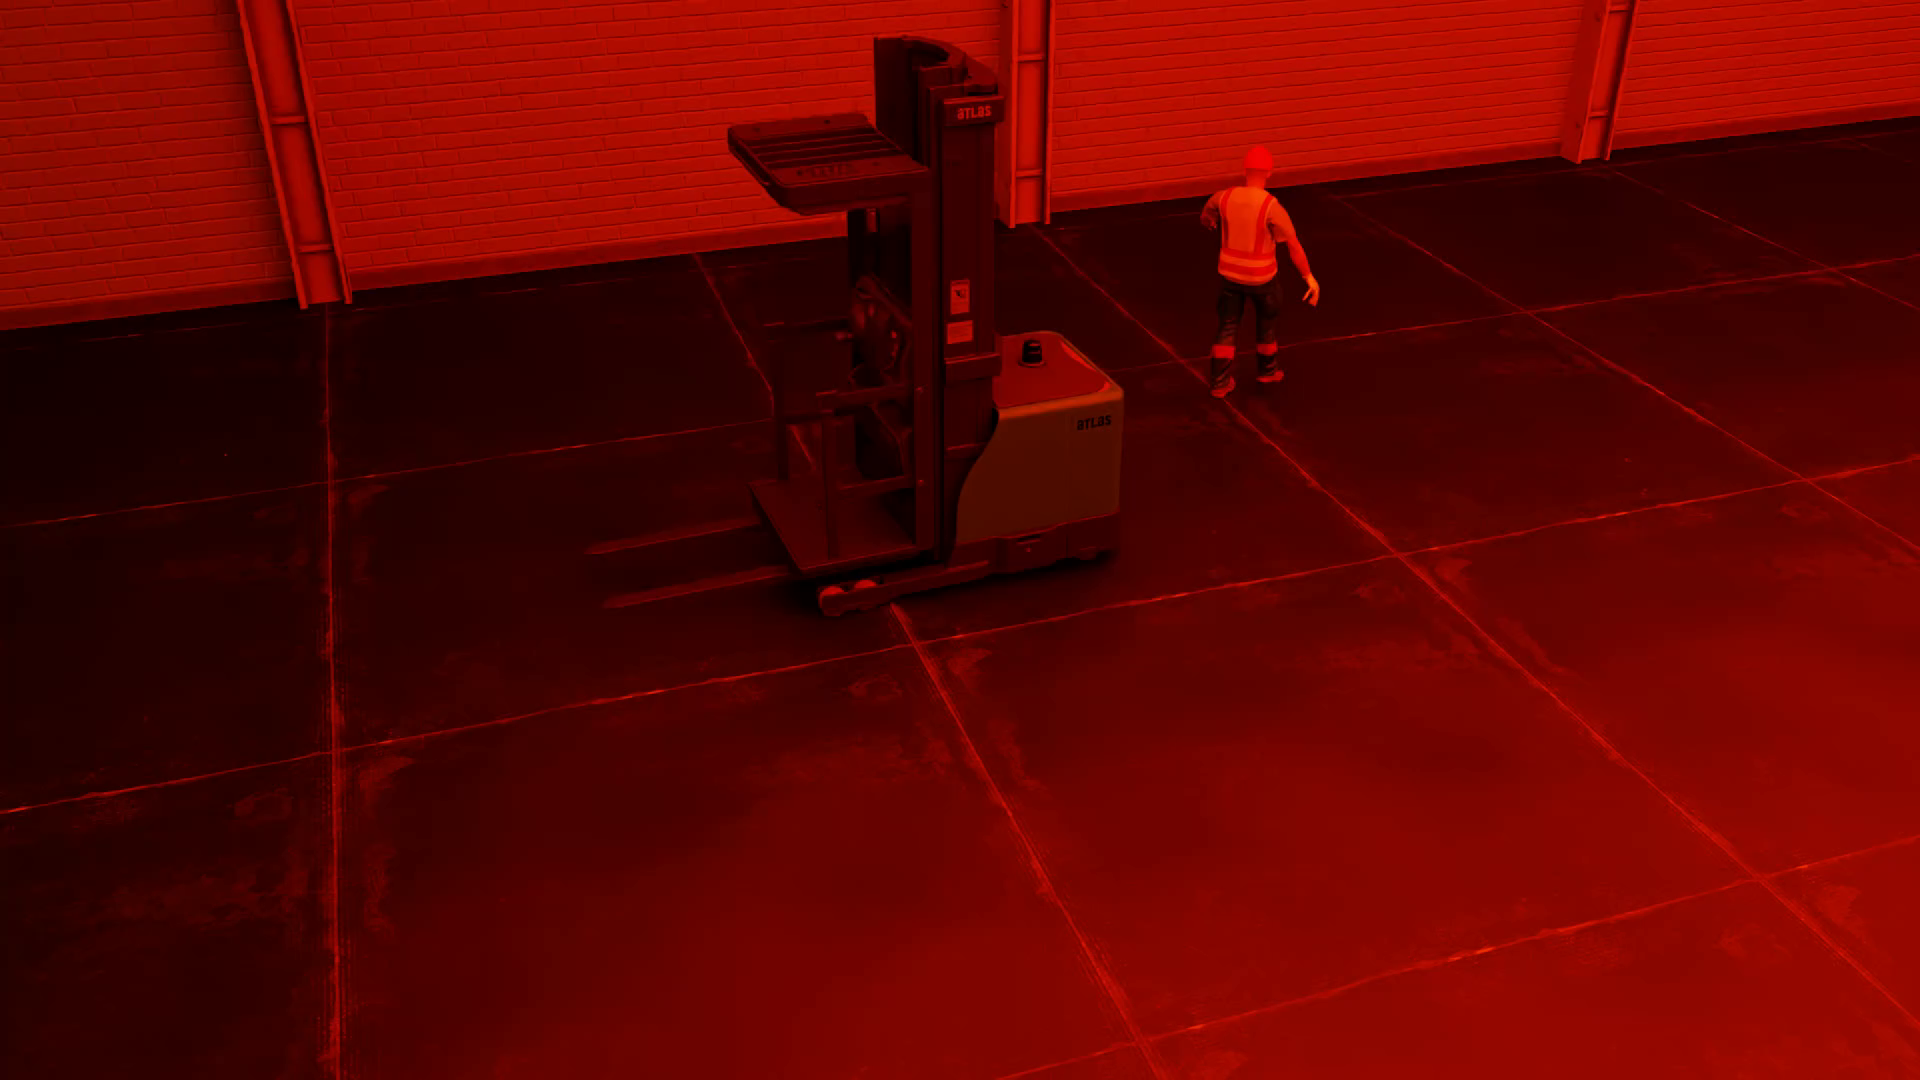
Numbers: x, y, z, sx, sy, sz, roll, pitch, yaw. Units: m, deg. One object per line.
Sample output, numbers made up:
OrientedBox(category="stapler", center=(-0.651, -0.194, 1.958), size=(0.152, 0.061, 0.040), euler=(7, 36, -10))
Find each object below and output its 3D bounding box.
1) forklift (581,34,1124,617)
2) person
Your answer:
OrientedBox(category="forklift", center=(-0.628, -1.139, 9.066), size=(3.031, 2.935, 1.130), euler=(-11, 32, -18))
OrientedBox(category="person", center=(2.072, -1.863, 11.531), size=(1.031, 1.781, 0.700), euler=(18, 35, 29))
